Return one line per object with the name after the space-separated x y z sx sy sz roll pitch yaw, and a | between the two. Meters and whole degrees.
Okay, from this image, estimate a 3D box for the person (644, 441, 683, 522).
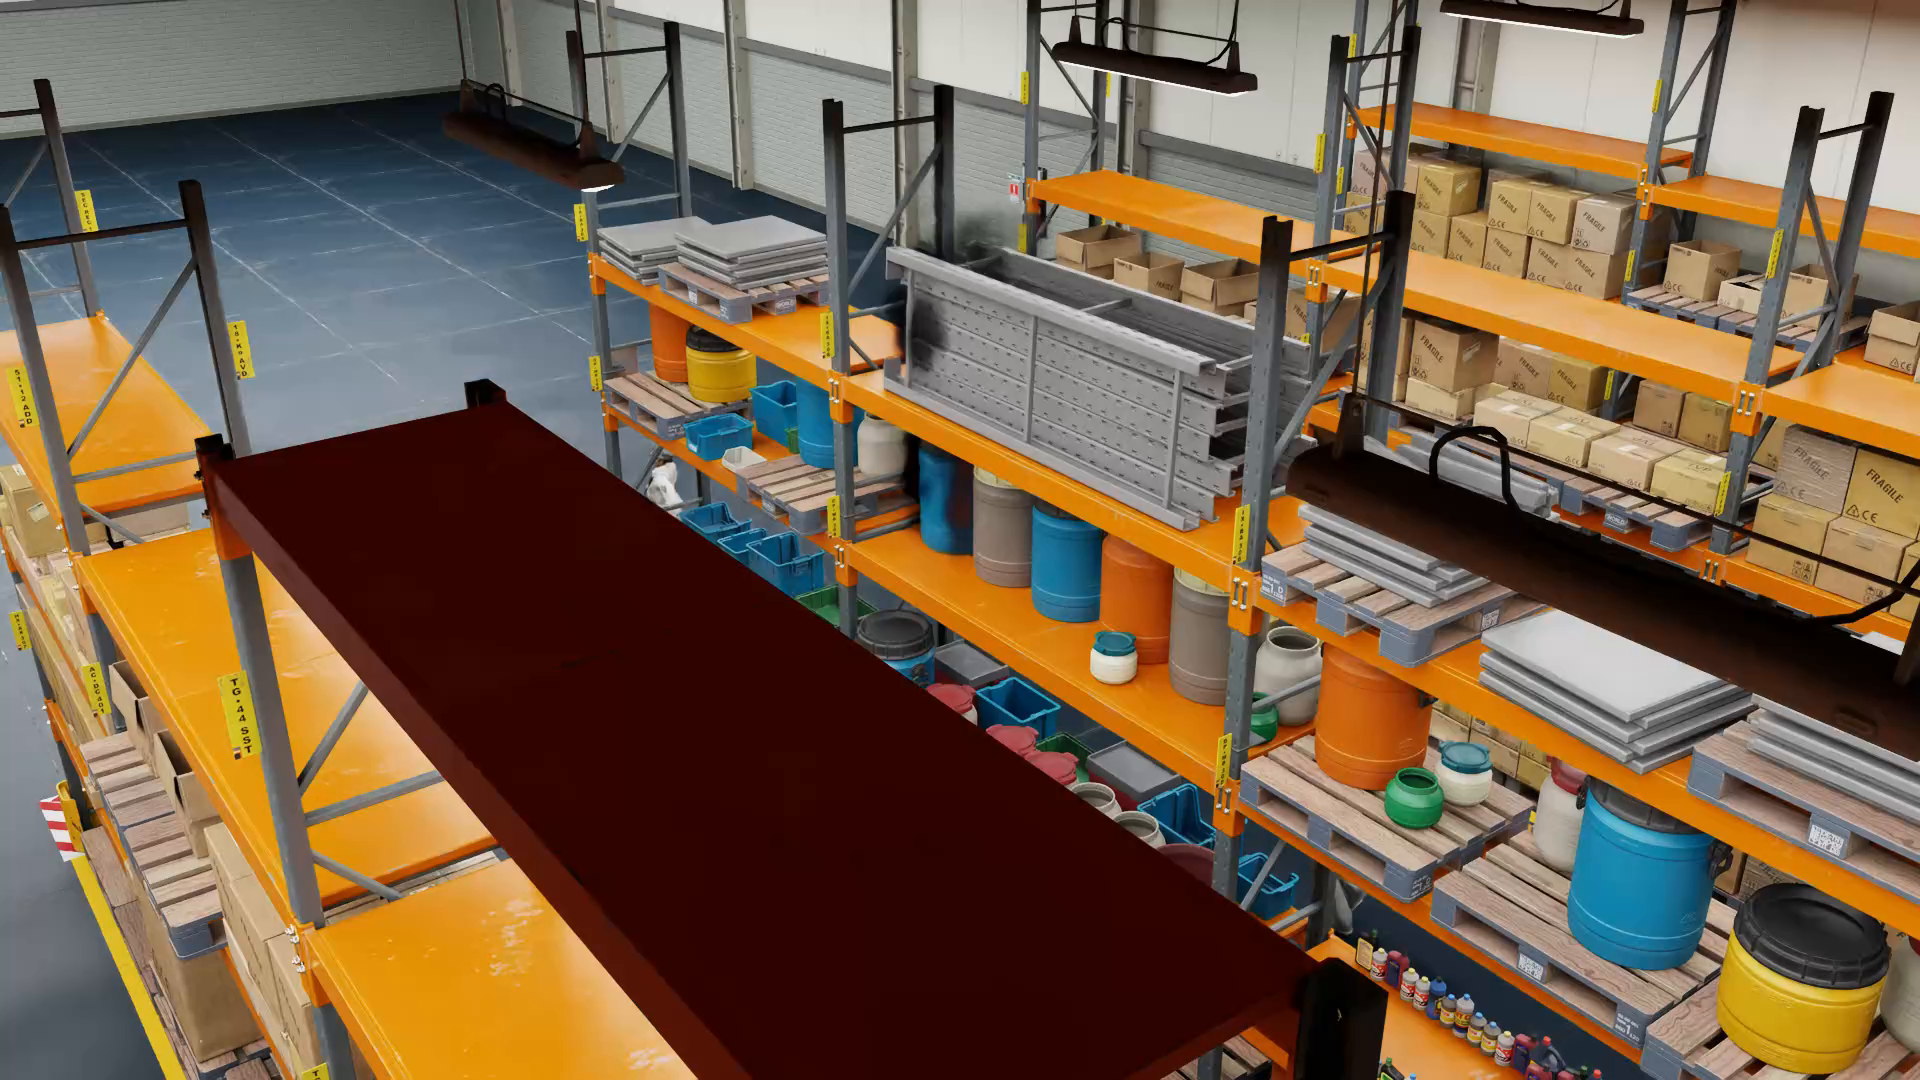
-3.092 -0.242 17.507 0.775 1.712 0.671 4 25 8 | person

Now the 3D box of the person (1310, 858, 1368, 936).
2.777 2.100 12.362 0.593 1.736 0.655 23 33 40 | person
